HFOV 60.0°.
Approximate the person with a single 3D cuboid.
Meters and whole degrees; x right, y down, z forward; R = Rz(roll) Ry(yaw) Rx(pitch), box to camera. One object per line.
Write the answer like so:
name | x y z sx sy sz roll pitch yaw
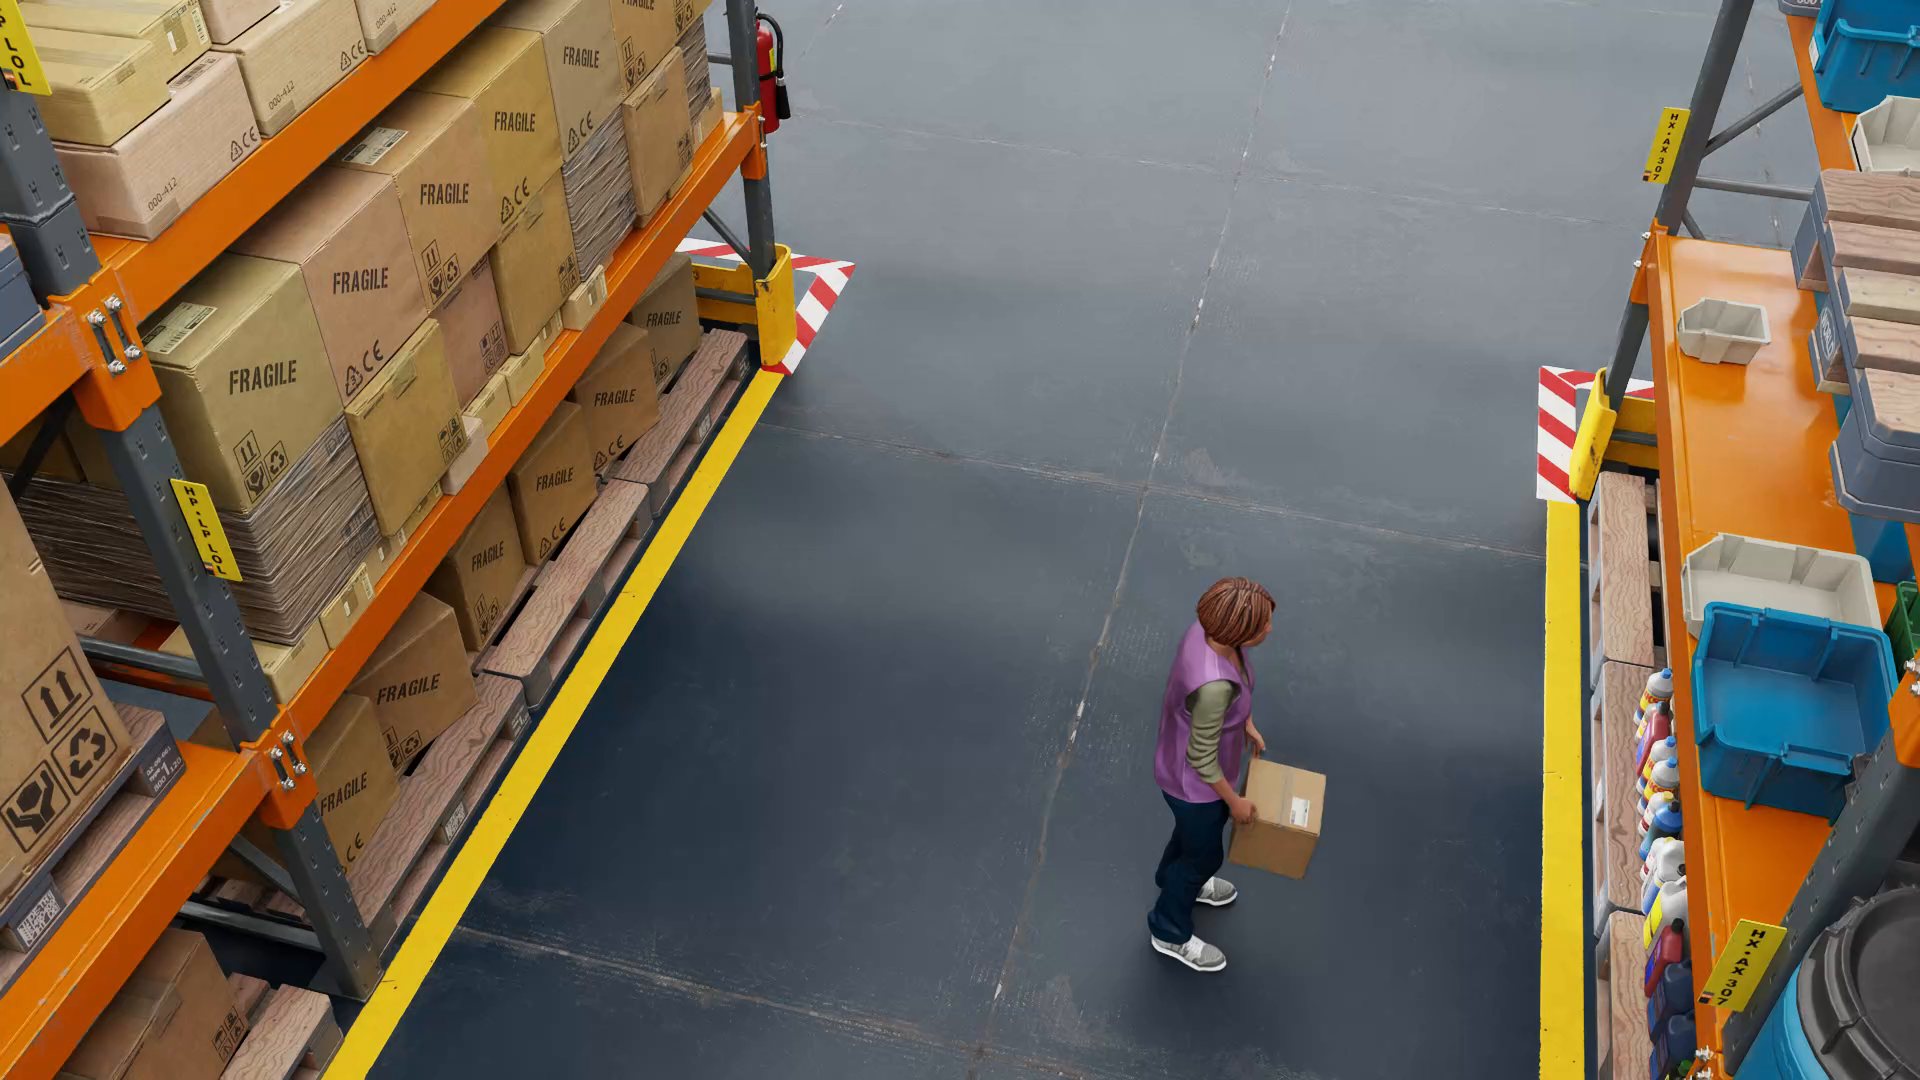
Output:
person | 0.805 0.733 5.343 0.332 1.591 0.447 9 42 10
